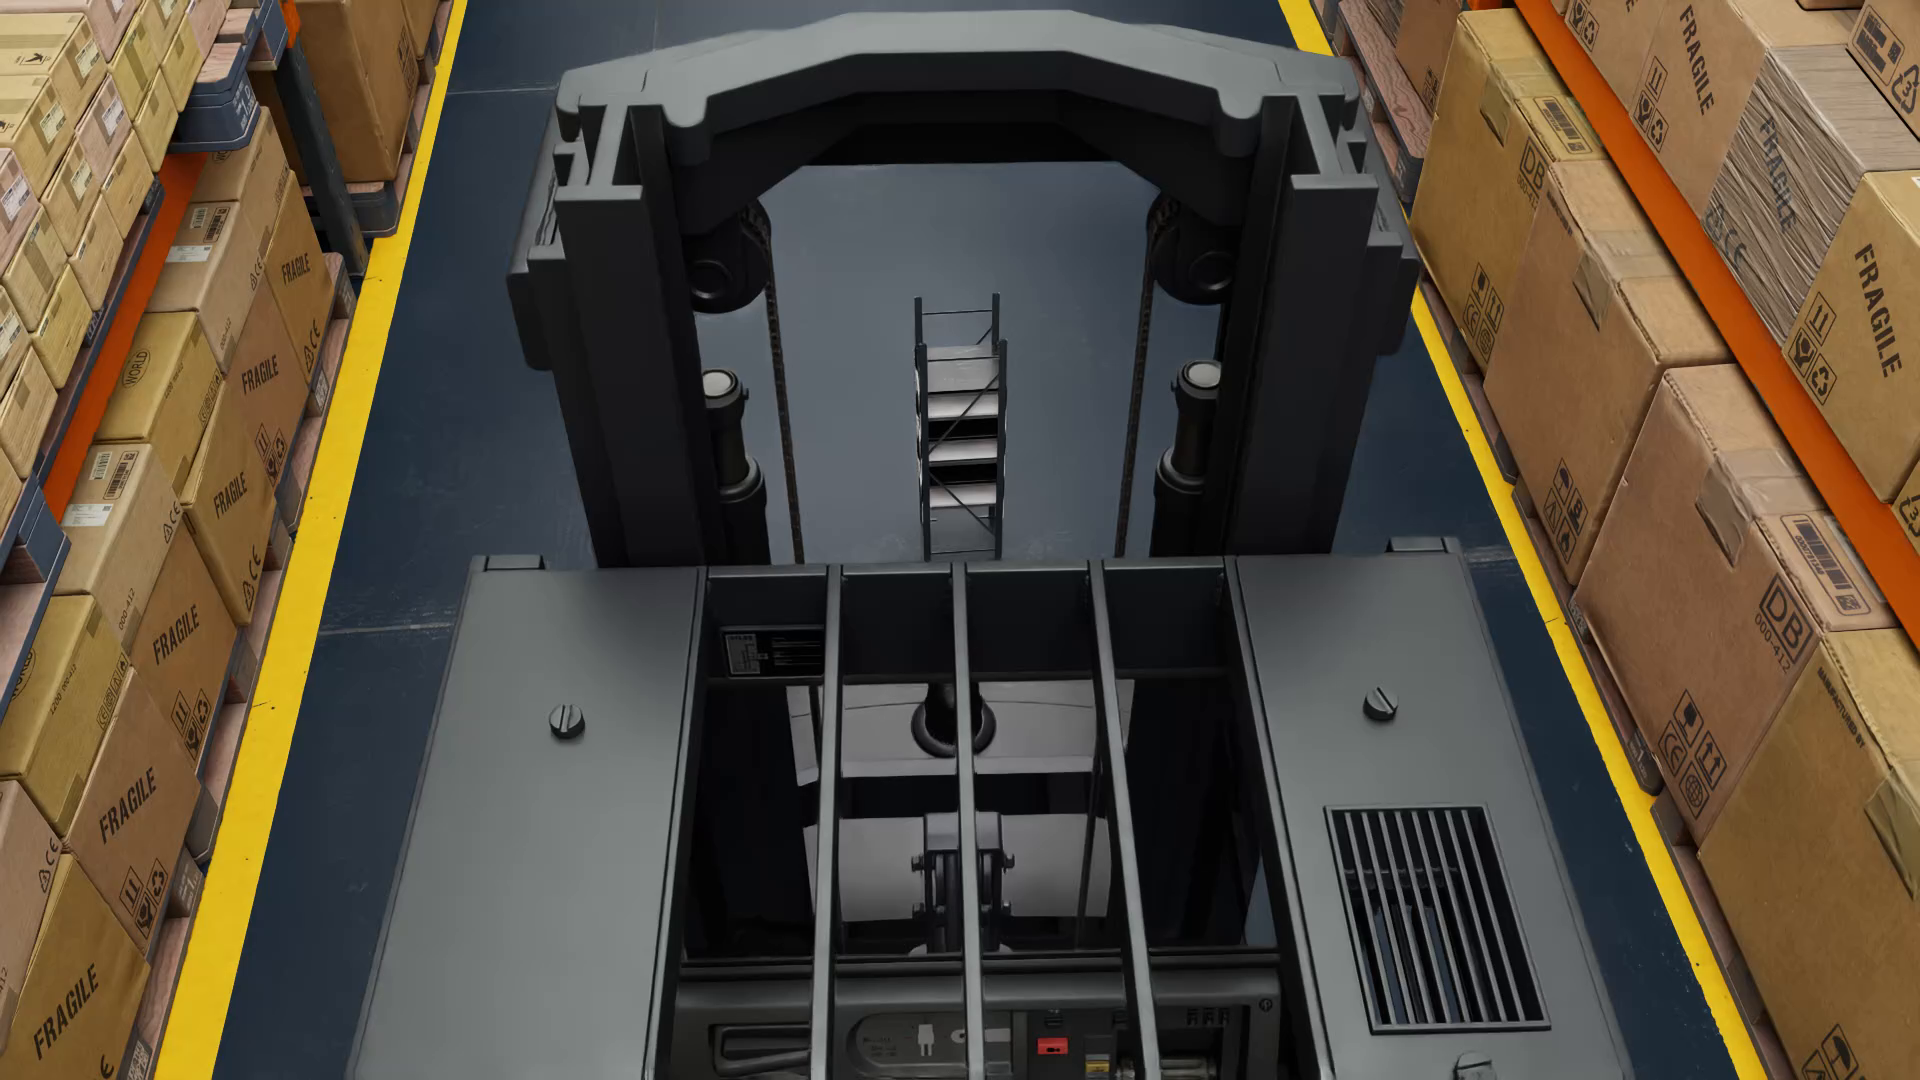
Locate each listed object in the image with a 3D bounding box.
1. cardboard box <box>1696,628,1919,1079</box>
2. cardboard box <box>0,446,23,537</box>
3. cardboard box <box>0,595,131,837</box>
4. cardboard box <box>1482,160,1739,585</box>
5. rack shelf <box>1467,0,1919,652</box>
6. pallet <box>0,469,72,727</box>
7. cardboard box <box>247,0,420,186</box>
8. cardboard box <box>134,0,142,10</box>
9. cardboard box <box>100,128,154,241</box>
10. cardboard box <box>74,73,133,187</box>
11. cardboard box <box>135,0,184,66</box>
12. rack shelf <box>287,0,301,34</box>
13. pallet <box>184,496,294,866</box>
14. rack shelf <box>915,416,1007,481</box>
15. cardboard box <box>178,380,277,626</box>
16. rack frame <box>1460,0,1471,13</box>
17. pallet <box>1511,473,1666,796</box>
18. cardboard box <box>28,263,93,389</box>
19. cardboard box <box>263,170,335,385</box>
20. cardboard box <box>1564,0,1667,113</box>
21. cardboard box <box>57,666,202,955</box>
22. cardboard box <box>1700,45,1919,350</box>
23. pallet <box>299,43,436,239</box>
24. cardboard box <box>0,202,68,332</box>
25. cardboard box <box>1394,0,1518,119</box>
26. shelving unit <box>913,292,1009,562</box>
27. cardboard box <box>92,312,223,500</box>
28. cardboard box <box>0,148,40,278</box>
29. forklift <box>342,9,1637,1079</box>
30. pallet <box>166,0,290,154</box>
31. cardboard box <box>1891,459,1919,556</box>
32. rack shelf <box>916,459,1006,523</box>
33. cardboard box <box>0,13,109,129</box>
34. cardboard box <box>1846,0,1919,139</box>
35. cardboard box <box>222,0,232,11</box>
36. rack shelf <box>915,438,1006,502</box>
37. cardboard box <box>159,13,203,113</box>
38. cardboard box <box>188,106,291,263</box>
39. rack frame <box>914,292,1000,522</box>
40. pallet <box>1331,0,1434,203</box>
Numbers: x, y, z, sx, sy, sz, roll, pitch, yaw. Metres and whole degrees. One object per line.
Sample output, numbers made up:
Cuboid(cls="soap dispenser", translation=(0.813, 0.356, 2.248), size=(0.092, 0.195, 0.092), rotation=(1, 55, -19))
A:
Cuboid(cls="cardboard box", translation=(2.500, 0.773, 3.626), size=(1.225, 0.875, 0.875), rotation=(-3, 47, -3))
Cuboid(cls="cardboard box", translation=(-2.018, -0.057, 3.122), size=(0.380, 0.149, 0.250), rotation=(-3, 47, -3))
Cuboid(cls="cardboard box", translation=(-2.223, 0.399, 3.722), size=(0.500, 0.250, 0.500), rotation=(-2, 47, -2))
Cuboid(cls="cardboard box", translation=(2.343, -0.513, 4.844), size=(1.225, 0.875, 0.875), rotation=(-3, 47, -3))
Cuboid(cls="rack shelf", translation=(2.406, -0.551, 4.201), size=(1.077, 0.370, 4.000), rotation=(-3, 47, -3))
Cuboid(cls="pallet", translation=(-2.296, 0.381, 2.955), size=(1.003, 0.211, 1.213), rotation=(-3, 47, -3))
Cuboid(cls="cardboard box", translation=(-2.673, -1.834, 6.181), size=(1.050, 0.750, 0.750), rotation=(-4, 47, -4))
Cuboid(cls="cardboard box", translation=(-2.148, -1.388, 3.973), size=(0.380, 0.149, 0.250), rotation=(-2, 47, -2))
Cuboid(cls="cardboard box", translation=(-2.111, -0.818, 3.842), size=(0.380, 0.149, 0.250), rotation=(-2, 47, -2))
Cuboid(cls="cardboard box", translation=(-2.107, -0.914, 3.729), size=(0.380, 0.149, 0.250), rotation=(-2, 47, -2))
Cuboid(cls="cardboard box", translation=(-2.148, -1.283, 4.078), size=(0.380, 0.149, 0.250), rotation=(-3, 47, -3))
Cuboid(cls="rack shelf", translation=(-2.880, -3.216, 6.726), size=(1.077, 0.370, 4.000), rotation=(-3, 47, -3))
Cuboid(cls="pallet", translation=(-2.549, 0.388, 4.737), size=(1.003, 0.211, 1.213), rotation=(-3, 47, -3))
Cuboid(cls="rack shelf", translation=(0.001, -0.281, 4.942), size=(0.258, 0.077, 0.200), rotation=(-3, 47, -3))
Cuboid(cls="cardboard box", translation=(-2.296, -0.084, 4.696), size=(0.500, 0.500, 0.500), rotation=(-5, 47, -5))
Cuboid(cls="rack frame", translation=(2.239, -2.245, 5.310), size=(1.000, 3.000, 0.127), rotation=(-3, 47, -3))
Cuboid(cls="pallet", translation=(2.329, 0.169, 4.944), size=(1.003, 0.211, 1.213), rotation=(-3, 47, -3))
Cuboid(cls="cardboard box", translation=(-2.067, -0.438, 3.483), size=(0.380, 0.149, 0.250), rotation=(-4, 47, -4))
Cuboid(cls="cardboard box", translation=(-2.397, -0.841, 5.413), size=(0.500, 0.500, 0.500), rotation=(-4, 47, -3))
Cuboid(cls="cardboard box", translation=(2.054, -1.538, 4.572), size=(0.500, 0.500, 0.500), rotation=(-5, 47, -4))
Cuboid(cls="cardboard box", translation=(-2.221, 0.659, 3.992), size=(0.500, 0.500, 0.500), rotation=(-2, 47, -1))
Cuboid(cls="cardboard box", translation=(2.140, -0.806, 3.879), size=(0.500, 0.500, 0.500), rotation=(-3, 47, -3))
Cuboid(cls="pallet", translation=(-2.703, -1.633, 6.651), size=(1.003, 0.211, 1.213), rotation=(-3, 47, -3))
Cuboid(cls="cardboard box", translation=(-2.067, -0.545, 3.379), size=(0.380, 0.149, 0.250), rotation=(-4, 47, -4))
Cuboid(cls="cardboard box", translation=(2.163, -2.020, 6.516), size=(0.700, 0.500, 0.500), rotation=(-6, 47, -5))
Cuboid(cls="shelving unit", translation=(0.001, -0.304, 4.918), size=(0.258, 0.900, 0.210), rotation=(-3, 47, -3))
Cuboid(cls="cardboard box", translation=(-2.314, -0.347, 4.429), size=(0.500, 0.250, 0.500), rotation=(-2, 47, -2))
Cuboid(cls="cardboard box", translation=(-2.061, -0.634, 3.258), size=(0.380, 0.149, 0.250), rotation=(-2, 47, -2))
Cuboid(cls="forklift", translation=(0.017, 0.934, 2.347), size=(1.130, 2.935, 3.031), rotation=(-1, 47, -1))
Cuboid(cls="pallet", translation=(-2.546, -1.442, 4.682), size=(1.213, 0.211, 1.003), rotation=(-3, 47, -3))
Cuboid(cls="cardboard box", translation=(2.228, -0.066, 3.177), size=(0.500, 0.500, 0.500), rotation=(-2, 47, -2))
Cuboid(cls="rack shelf", translation=(0.001, -0.157, 5.073), size=(0.258, 0.077, 0.200), rotation=(-3, 47, -3))
Cuboid(cls="cardboard box", translation=(-2.108, -1.017, 3.621), size=(0.380, 0.149, 0.250), rotation=(-1, 47, -1))
Cuboid(cls="cardboard box", translation=(2.398, -1.138, 3.502), size=(0.797, 0.503, 0.637), rotation=(-2, 47, -2))
Cuboid(cls="cardboard box", translation=(-2.194, -1.566, 4.551), size=(0.380, 0.149, 0.250), rotation=(-4, 47, -3))
Cuboid(cls="rack shelf", translation=(0.001, -0.219, 5.007), size=(0.258, 0.077, 0.200), rotation=(-3, 47, -3))
Cuboid(cls="cardboard box", translation=(-2.155, -1.199, 4.204), size=(0.380, 0.149, 0.250), rotation=(-4, 47, -4))
Cuboid(cls="cardboard box", translation=(-2.394, -1.081, 5.123), size=(0.500, 0.250, 0.500), rotation=(-4, 47, -4))
Cuboid(cls="rack frame", translation=(-0.008, -0.377, 4.987), size=(0.240, 0.900, 0.006), rotation=(-3, 47, -3))
Cuboid(cls="pallet", translation=(2.175, -1.852, 6.858), size=(1.003, 0.211, 1.213), rotation=(-3, 47, -3))
